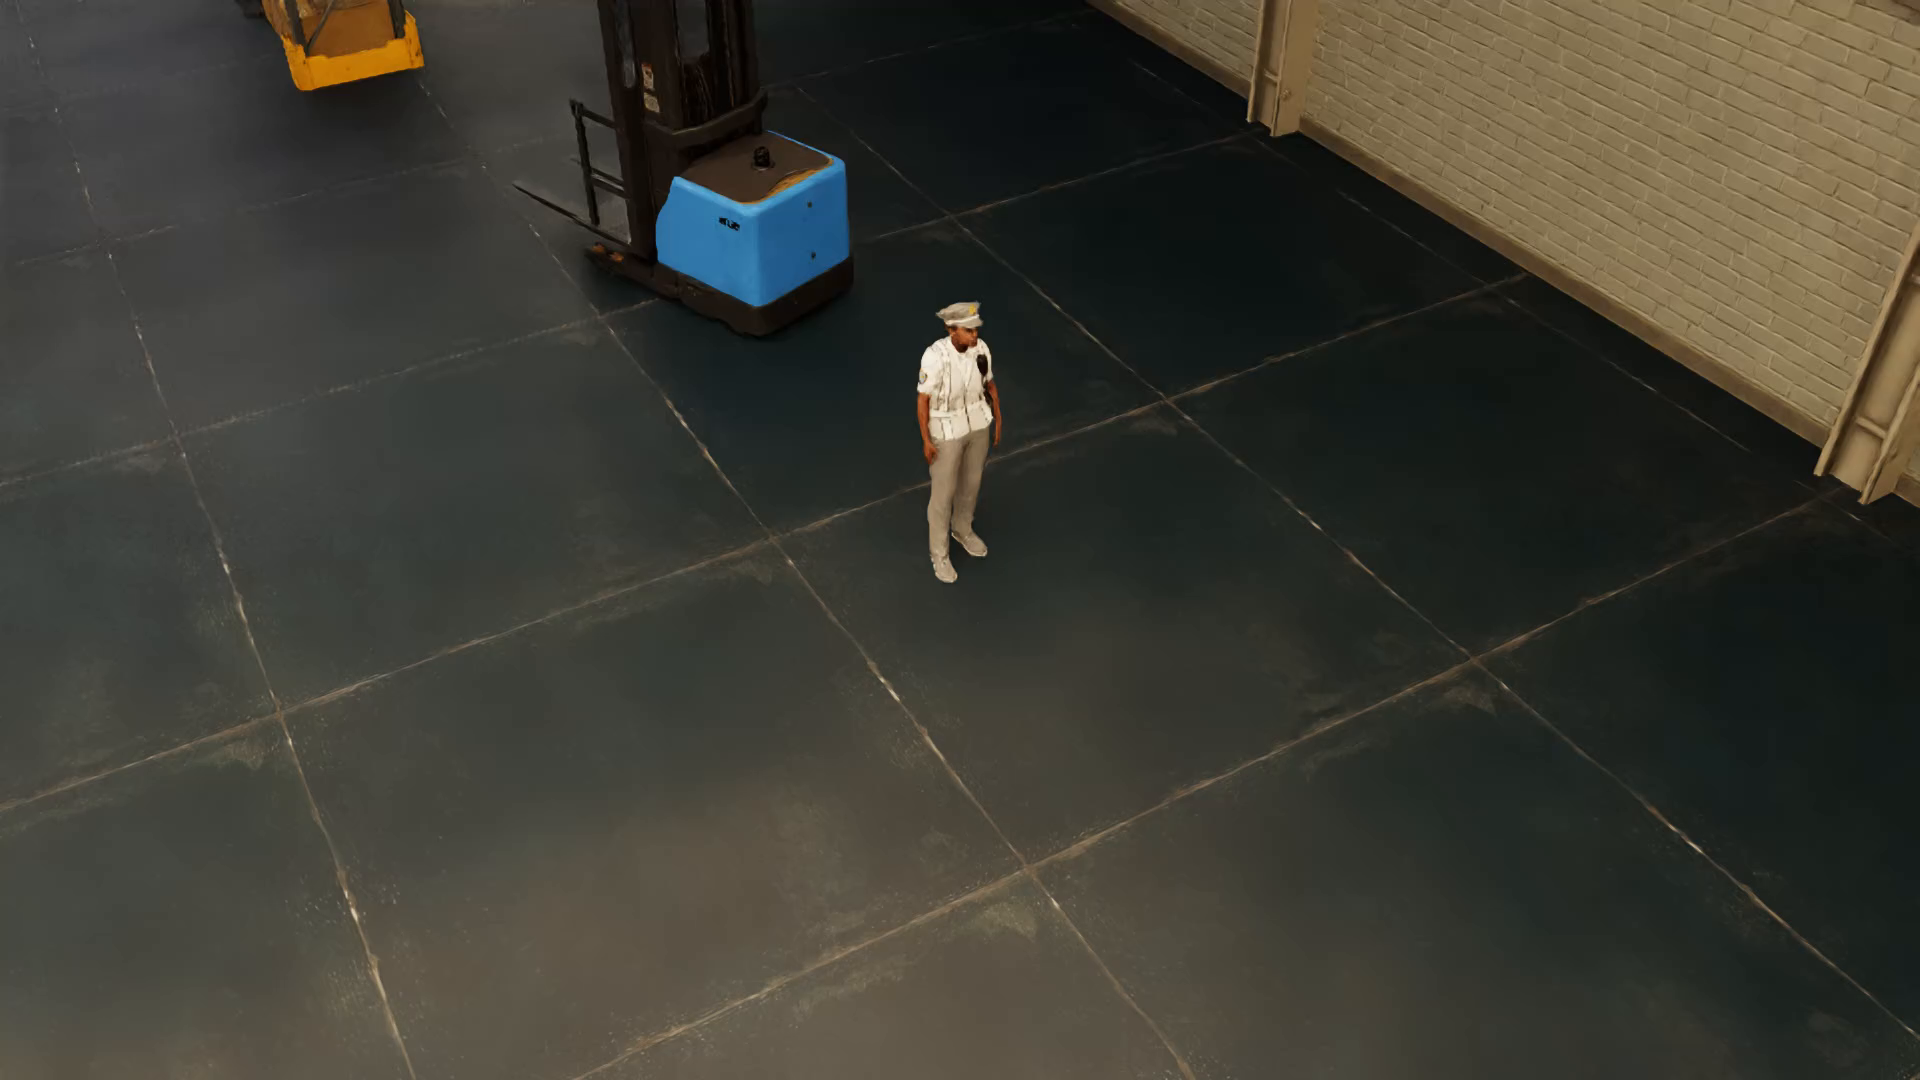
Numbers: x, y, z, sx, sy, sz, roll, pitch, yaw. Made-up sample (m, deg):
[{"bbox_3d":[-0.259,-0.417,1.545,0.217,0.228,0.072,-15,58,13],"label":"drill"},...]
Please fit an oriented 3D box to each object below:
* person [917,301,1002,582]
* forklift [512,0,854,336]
[{"bbox_3d":[0.021,-0.610,9.729,0.570,1.695,0.529,-20,44,-23],"label":"person"},{"bbox_3d":[-2.258,-3.396,12.130,3.031,2.935,1.130,28,47,30],"label":"forklift"}]
